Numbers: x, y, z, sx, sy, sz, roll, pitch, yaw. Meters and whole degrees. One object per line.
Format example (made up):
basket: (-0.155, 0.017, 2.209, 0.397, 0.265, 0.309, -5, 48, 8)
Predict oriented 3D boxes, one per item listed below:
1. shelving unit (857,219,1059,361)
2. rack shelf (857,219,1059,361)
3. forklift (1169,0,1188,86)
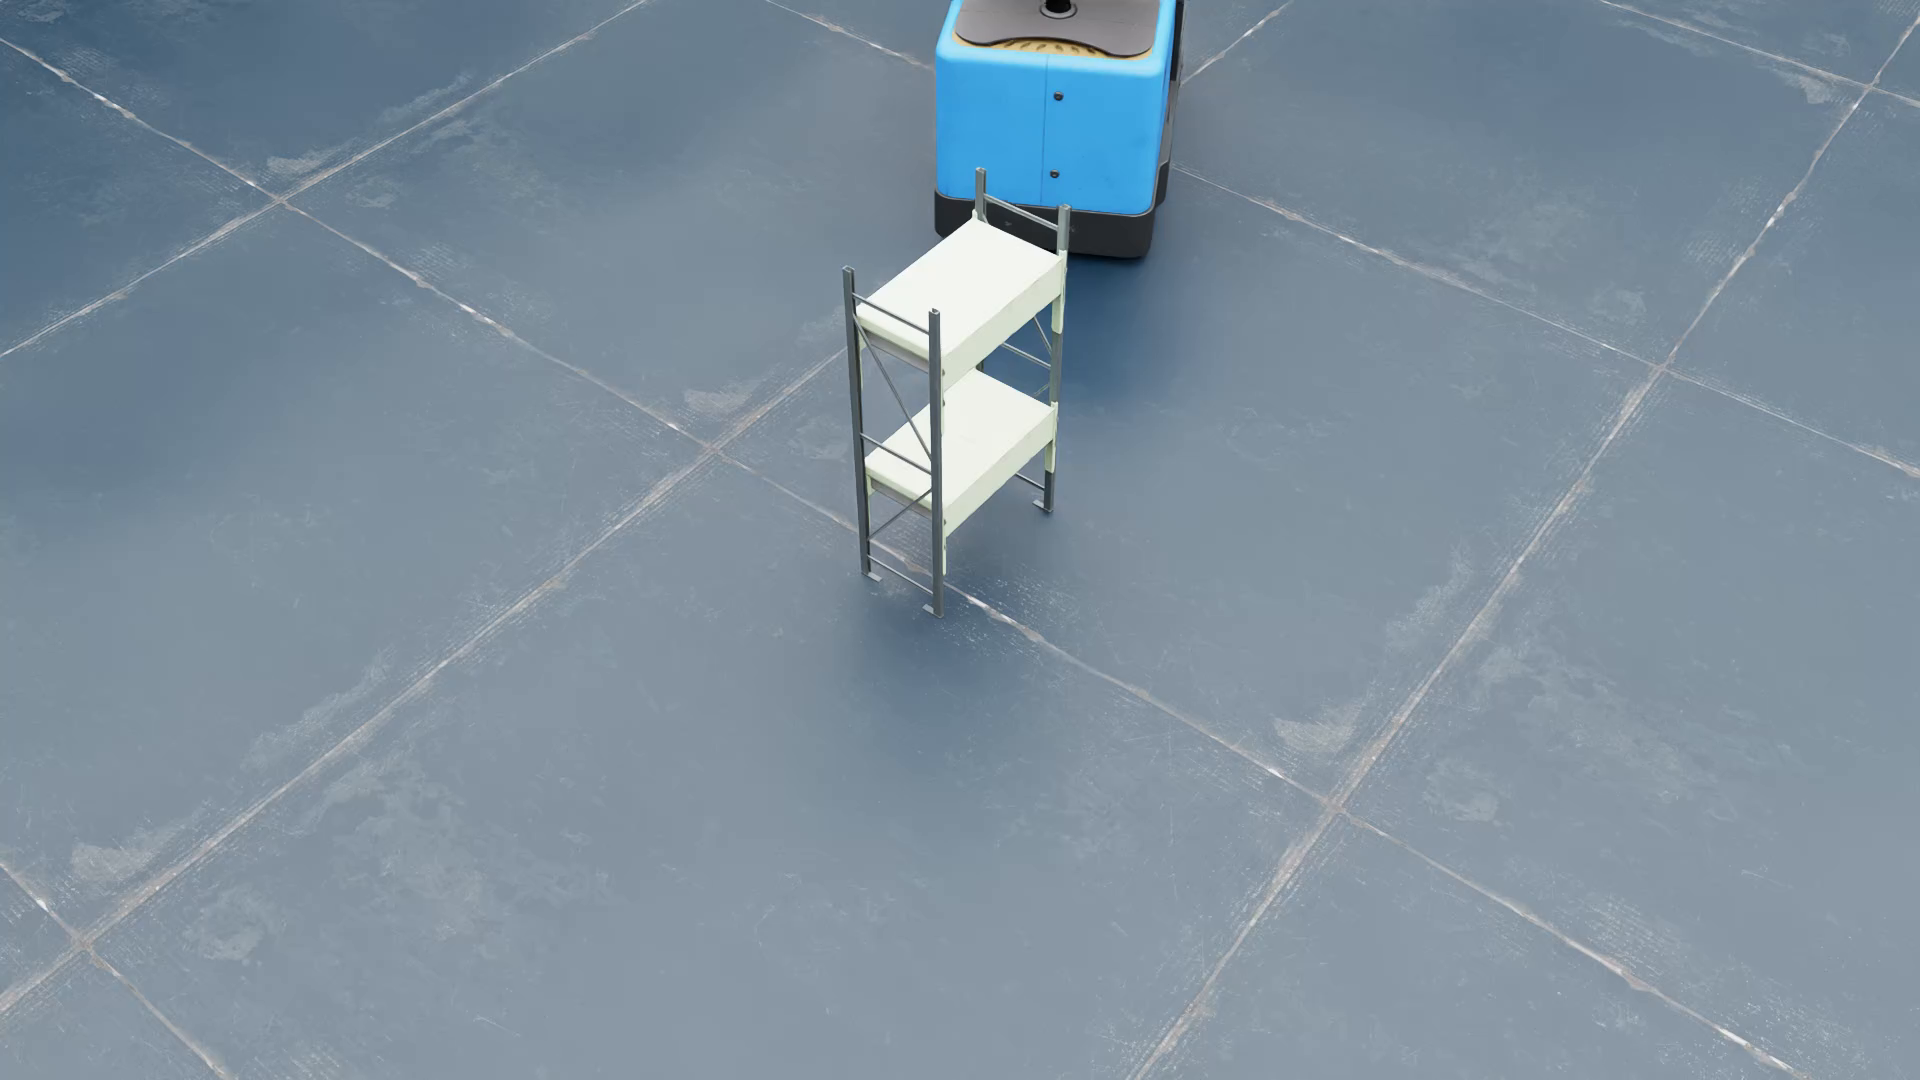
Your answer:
shelving unit: (-0.004, -0.876, 5.825, 0.368, 0.052, 0.686, 29, 53, 25)
rack shelf: (-0.004, -0.876, 5.825, 0.368, 0.052, 0.686, 29, 53, 25)
forklift: (0.702, -3.677, 8.373, 1.118, 2.733, 2.170, 7, 47, 7)
